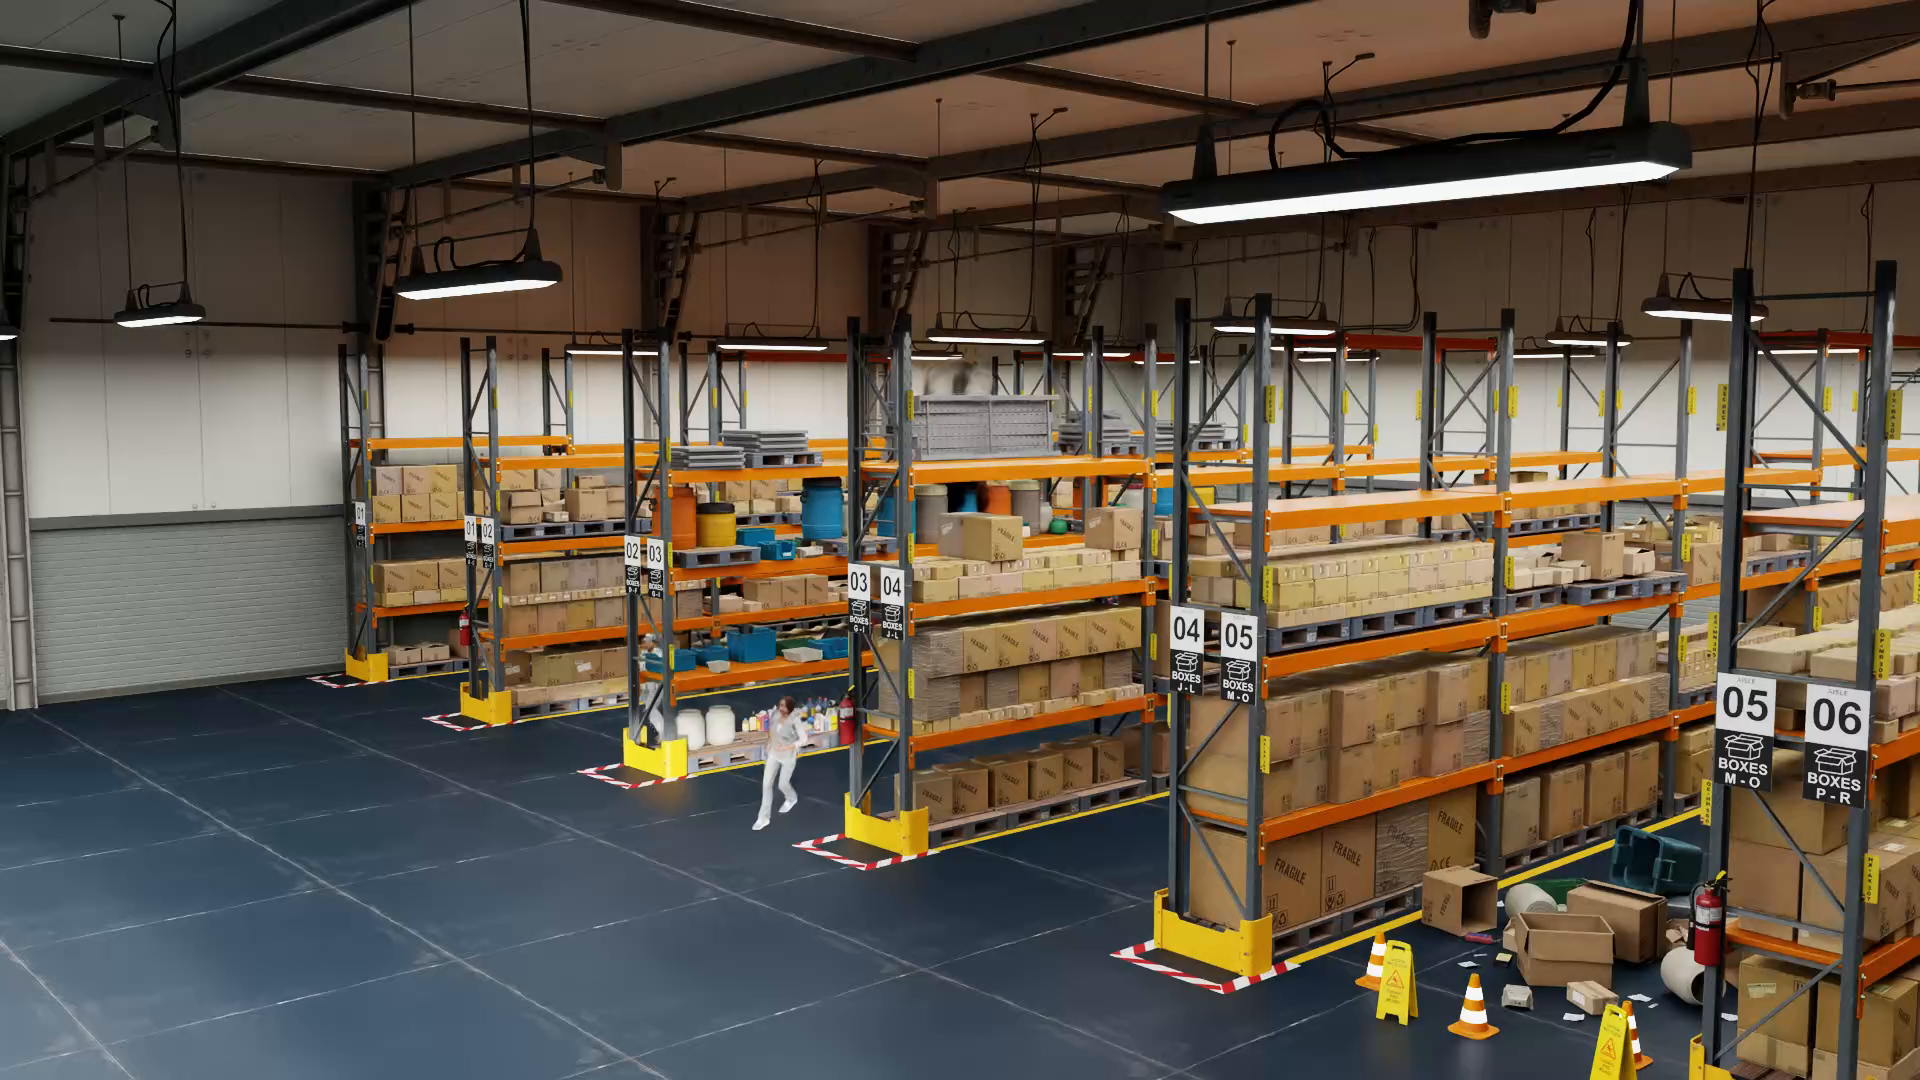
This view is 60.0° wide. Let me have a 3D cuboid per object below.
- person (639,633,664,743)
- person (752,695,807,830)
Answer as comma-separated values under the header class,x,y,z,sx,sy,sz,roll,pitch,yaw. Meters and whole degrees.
class,x,y,z,sx,sy,sz,roll,pitch,yaw
person,-4.497,2.165,24.310,0.559,1.626,0.719,3,6,31
person,-2.059,2.612,19.798,0.566,1.575,0.842,2,6,23
